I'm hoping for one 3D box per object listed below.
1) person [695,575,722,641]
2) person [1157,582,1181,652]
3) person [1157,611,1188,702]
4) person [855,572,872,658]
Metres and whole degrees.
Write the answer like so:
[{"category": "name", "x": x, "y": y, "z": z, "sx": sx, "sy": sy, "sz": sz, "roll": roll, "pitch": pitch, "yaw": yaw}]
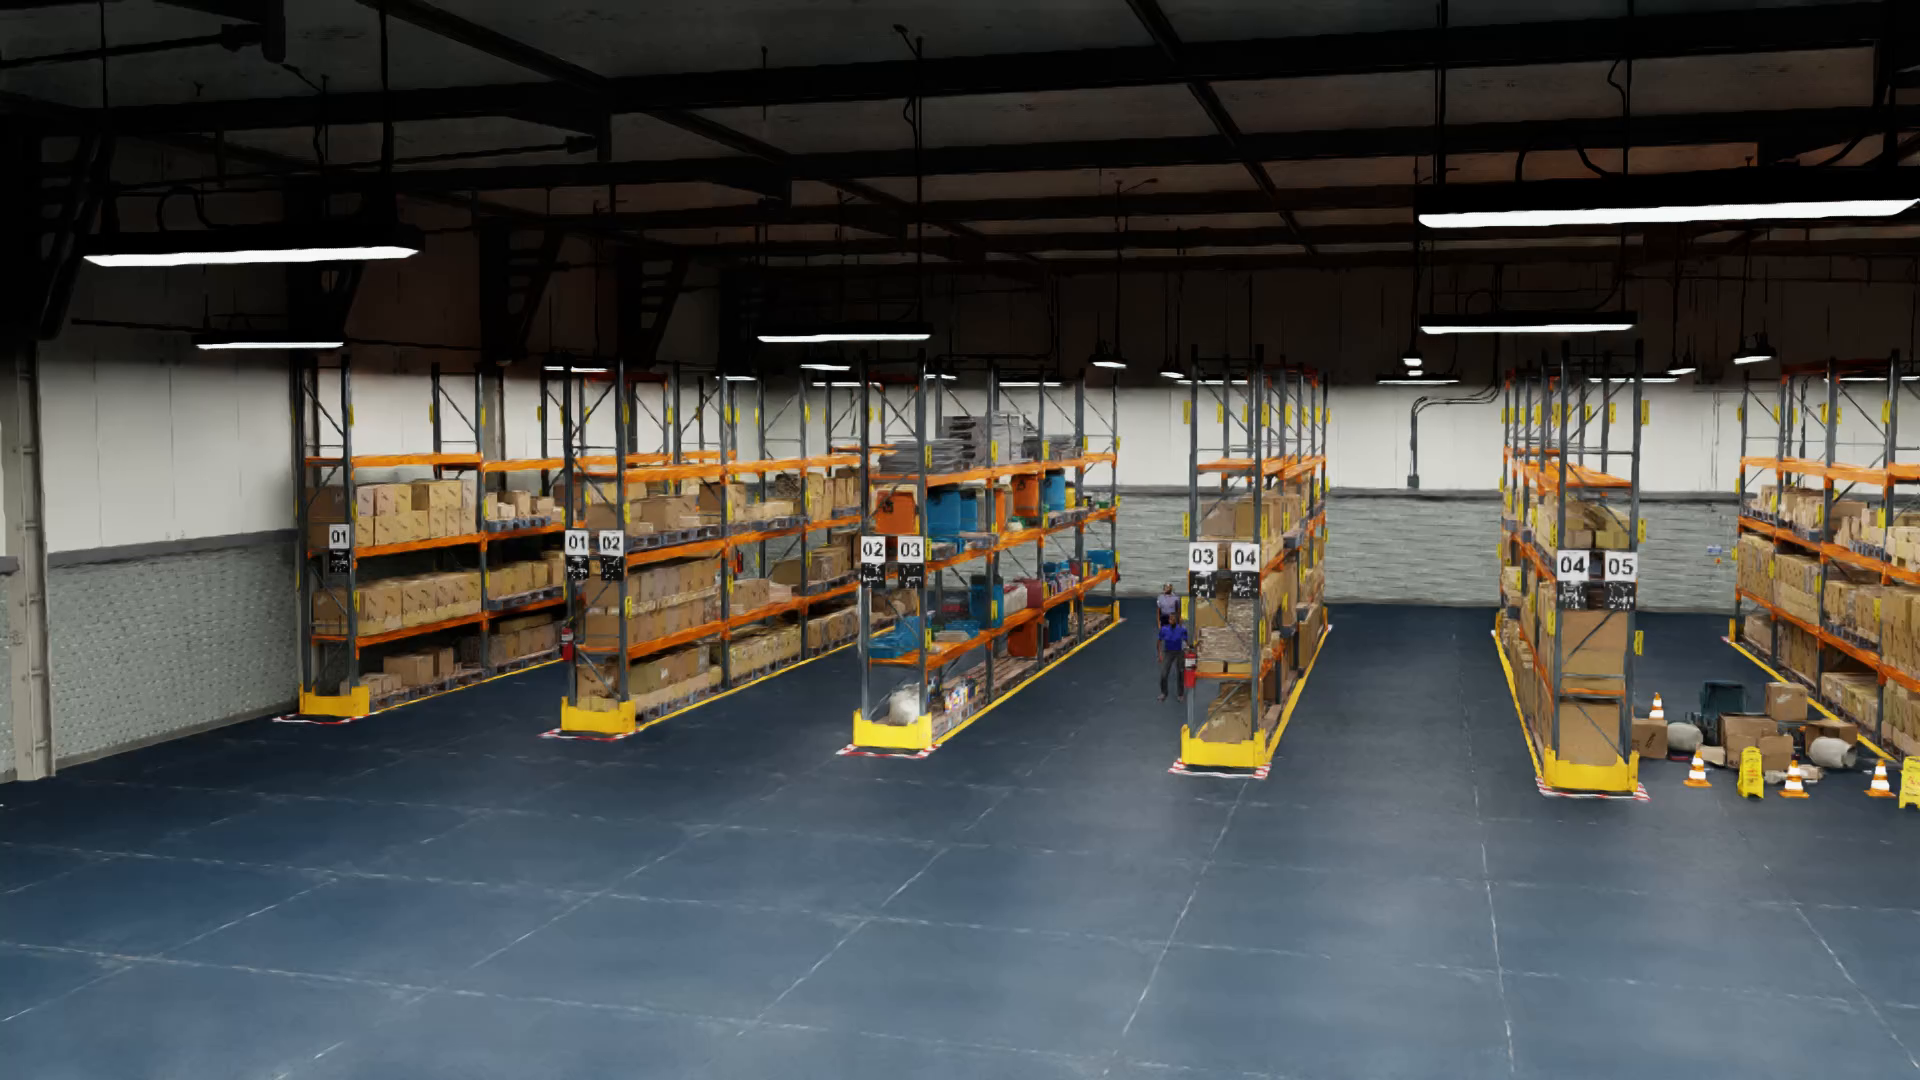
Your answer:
[{"category": "person", "x": -5.551, "y": 1.372, "z": 36.891, "sx": 0.577, "sy": 1.733, "sz": 1.041, "roll": 1, "pitch": 4, "yaw": 14}, {"category": "person", "x": 4.295, "y": 1.632, "z": 34.341, "sx": 0.479, "sy": 1.567, "sz": 1.089, "roll": 1, "pitch": 5, "yaw": 18}, {"category": "person", "x": 3.728, "y": 2.032, "z": 29.049, "sx": 0.592, "sy": 1.604, "sz": 0.518, "roll": 1, "pitch": 4, "yaw": 14}, {"category": "person", "x": -1.957, "y": 1.531, "z": 34.260, "sx": 0.400, "sy": 1.769, "sz": 0.674, "roll": 0, "pitch": 4, "yaw": -6}]
